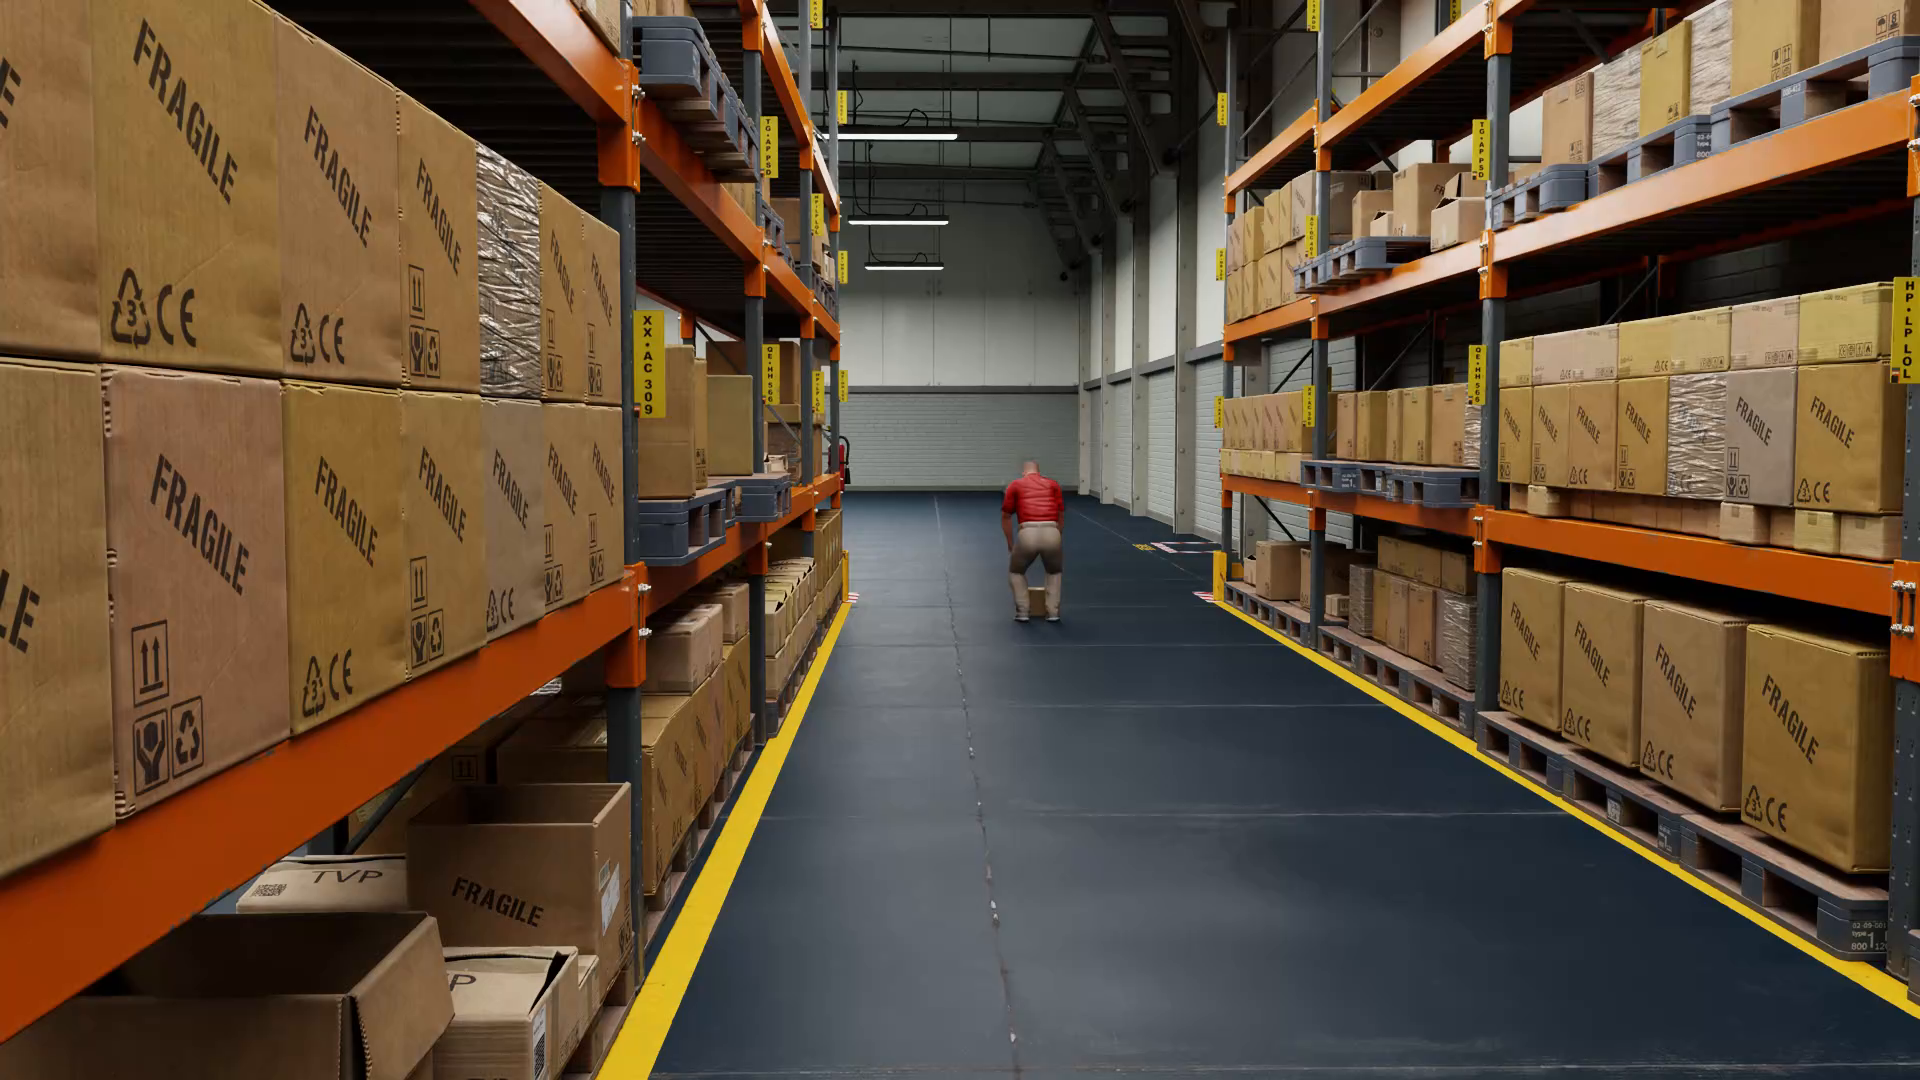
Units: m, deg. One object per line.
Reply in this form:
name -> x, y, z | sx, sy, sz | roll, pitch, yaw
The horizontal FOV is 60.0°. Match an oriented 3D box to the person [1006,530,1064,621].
person -> 0.698, 0.326, 15.426 | 0.542, 0.847, 0.957 | 0, 4, -3
